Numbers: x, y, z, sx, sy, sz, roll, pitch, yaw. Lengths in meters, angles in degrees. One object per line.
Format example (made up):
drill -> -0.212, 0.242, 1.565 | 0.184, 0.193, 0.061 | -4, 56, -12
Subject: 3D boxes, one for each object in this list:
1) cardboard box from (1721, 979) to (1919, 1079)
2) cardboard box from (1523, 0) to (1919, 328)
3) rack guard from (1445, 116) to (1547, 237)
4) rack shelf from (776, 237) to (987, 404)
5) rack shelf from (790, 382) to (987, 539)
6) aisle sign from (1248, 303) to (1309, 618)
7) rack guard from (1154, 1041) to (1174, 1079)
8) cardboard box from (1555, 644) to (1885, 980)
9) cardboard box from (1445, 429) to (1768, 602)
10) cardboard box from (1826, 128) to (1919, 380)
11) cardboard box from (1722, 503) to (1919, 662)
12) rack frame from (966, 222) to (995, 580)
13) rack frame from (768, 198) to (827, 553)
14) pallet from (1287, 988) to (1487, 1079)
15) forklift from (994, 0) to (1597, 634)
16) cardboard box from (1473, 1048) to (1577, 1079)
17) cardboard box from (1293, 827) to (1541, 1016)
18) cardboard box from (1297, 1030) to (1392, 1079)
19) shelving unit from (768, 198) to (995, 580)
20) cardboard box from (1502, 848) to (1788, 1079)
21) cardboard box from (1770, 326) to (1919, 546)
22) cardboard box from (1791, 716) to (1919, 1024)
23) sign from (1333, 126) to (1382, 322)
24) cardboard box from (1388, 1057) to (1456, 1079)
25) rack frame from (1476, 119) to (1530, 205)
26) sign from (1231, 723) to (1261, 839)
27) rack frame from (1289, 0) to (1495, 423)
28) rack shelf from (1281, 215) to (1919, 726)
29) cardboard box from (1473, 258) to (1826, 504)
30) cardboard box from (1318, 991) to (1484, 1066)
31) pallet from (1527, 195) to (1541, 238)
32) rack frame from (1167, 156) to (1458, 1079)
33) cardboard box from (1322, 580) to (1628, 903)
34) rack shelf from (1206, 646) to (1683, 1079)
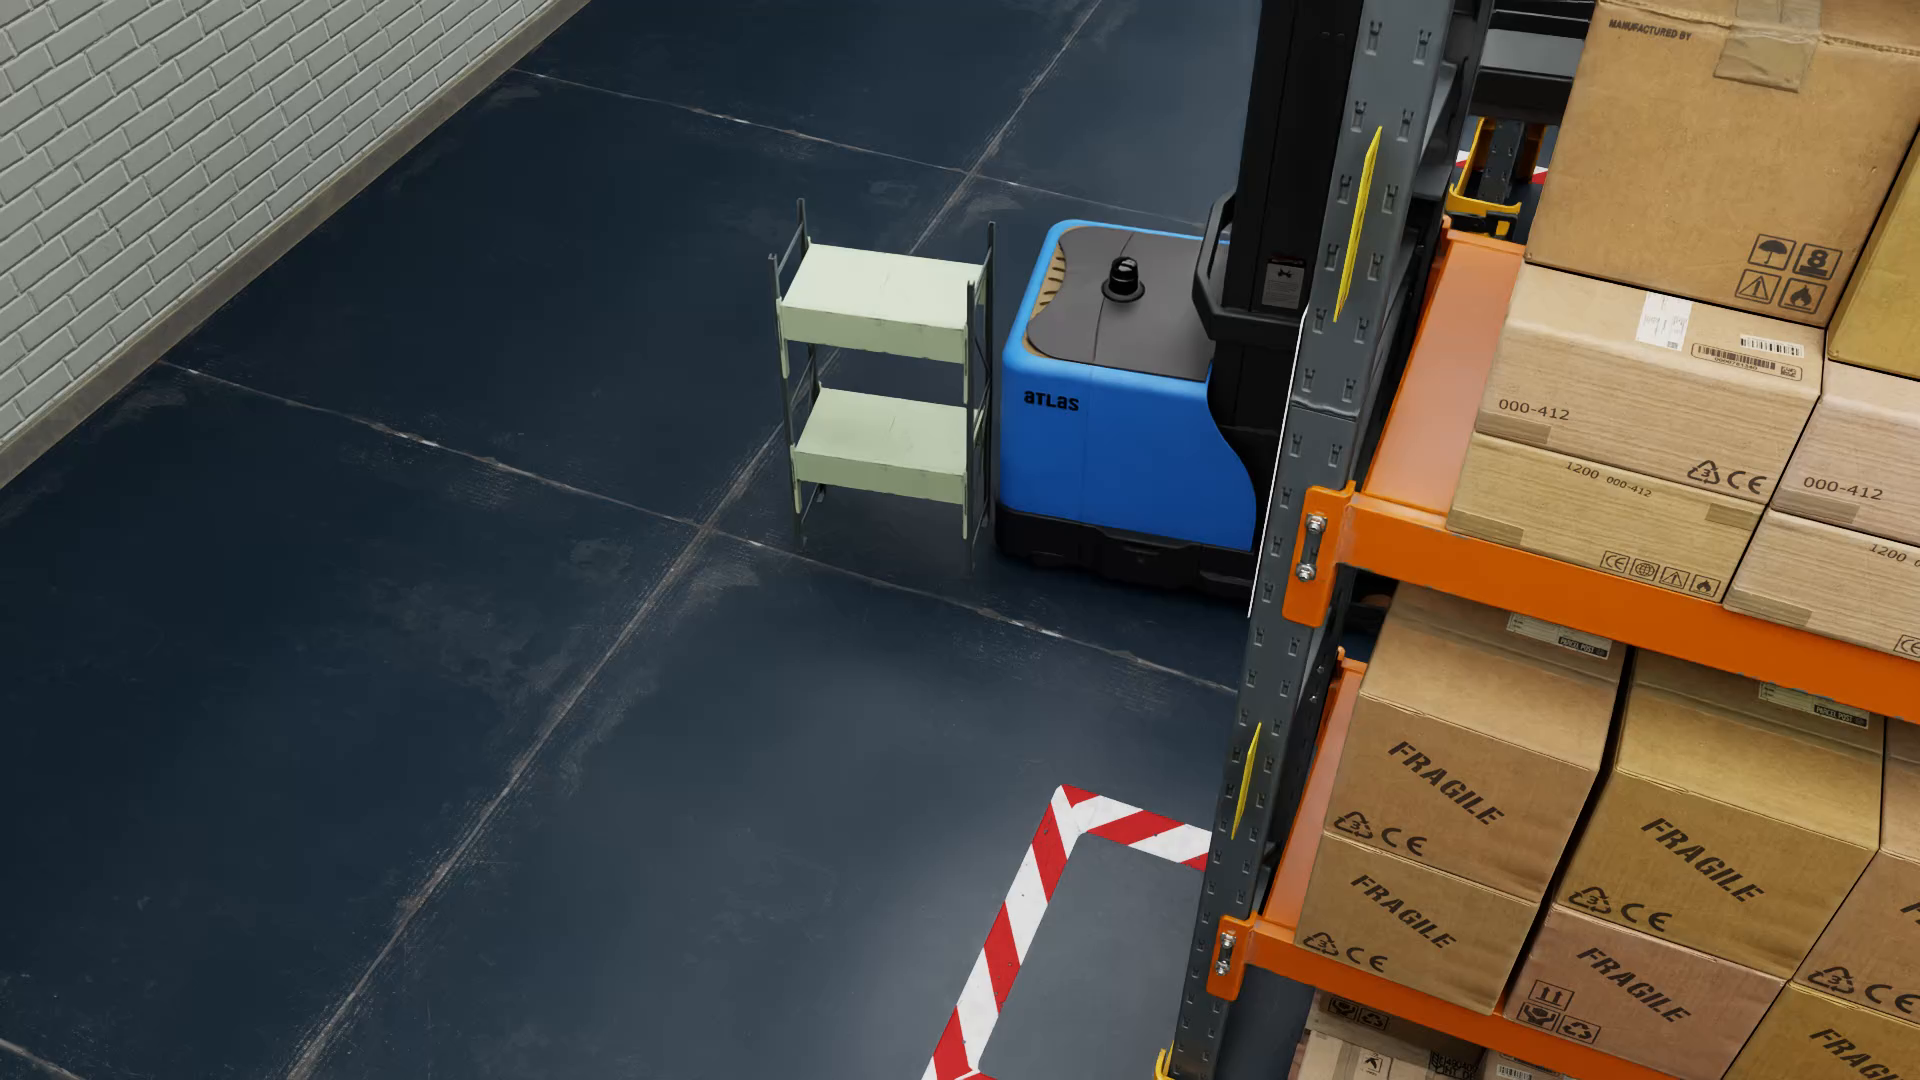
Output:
cardboard box -> 2.110, 1.037, 3.849 | 0.500, 0.500, 0.500 | 16, 47, 16
cardboard box -> 1.342, -0.819, 2.879 | 0.500, 0.500, 0.700 | 16, 47, 16
rack guard -> 2.745, -1.830, 8.574 | 0.348, 0.500, 1.175 | 16, 47, 16
rack shelf -> -0.280, -0.837, 6.314 | 0.720, 0.370, 0.431 | 9, 46, 9
rack shelf -> -0.280, -0.330, 6.819 | 0.720, 0.370, 0.431 | 9, 46, 9
aisle sign -> 0.686, -0.244, 3.364 | 0.004, 0.787, 0.394 | 16, 47, 16
rack guard -> 0.932, 1.412, 5.315 | 0.348, 0.500, 1.175 | 16, 47, 16
cardboard box -> 1.655, 0.544, 3.635 | 0.500, 0.500, 0.500 | 17, 47, 16
cardboard box -> 1.238, -0.200, 3.143 | 0.500, 0.250, 0.500 | 16, 47, 16
cardboard box -> 1.771, -0.628, 2.687 | 0.500, 0.500, 0.700 | 16, 47, 16
cardboard box -> 1.694, -0.056, 2.998 | 0.500, 0.250, 0.500 | 16, 47, 16
rack frame -> 0.077, -0.506, 6.534 | 0.023, 1.500, 0.400 | 9, 46, 9
rack frame -> -0.638, -0.616, 6.644 | 0.023, 1.500, 0.400 | 9, 46, 9
pallet -> 1.668, 1.730, 5.200 | 1.213, 0.211, 1.003 | 16, 47, 16
forklift -> 1.719, -1.043, 6.059 | 3.031, 2.935, 1.130 | 10, 46, 10
cardboard box -> 1.716, 1.792, 4.799 | 0.500, 0.250, 0.500 | 16, 47, 16
cardboard box -> 1.170, 0.762, 4.126 | 0.500, 0.500, 0.500 | 17, 47, 17
cardboard box -> 1.116, 1.697, 4.966 | 0.250, 0.149, 0.380 | 16, 47, 16
shelving unit -> -0.280, -0.561, 6.589 | 0.755, 1.500, 0.431 | 9, 46, 9
cardboard box -> 1.648, 0.898, 3.988 | 0.500, 0.500, 0.500 | 16, 47, 15
cardboard box -> 1.694, -0.233, 2.821 | 0.500, 0.250, 0.500 | 16, 47, 16
cardboard box -> 2.115, 0.684, 3.496 | 0.500, 0.500, 0.500 | 17, 47, 16
sign -> 0.653, -0.515, 2.733 | 0.005, 0.325, 0.100 | 16, 47, 16
cardboard box -> 1.347, 1.759, 4.891 | 0.250, 0.166, 0.380 | 16, 47, 16
rack frame -> 2.772, -2.718, 7.694 | 0.127, 3.000, 1.000 | 16, 47, 16
sign -> 0.653, 0.552, 3.794 | 0.005, 0.325, 0.100 | 16, 47, 16
rack frame -> 0.862, -1.621, 2.339 | 0.127, 3.000, 1.000 | 16, 47, 16
rack shelf -> 2.708, 0.240, 3.104 | 4.000, 0.370, 1.077 | 16, 47, 16
cardboard box -> 1.236, -0.373, 2.963 | 0.500, 0.250, 0.500 | 16, 47, 16
cardboard box -> 1.458, 1.223, 5.194 | 0.500, 0.500, 0.500 | 16, 47, 16
pallet -> 3.518, -1.481, 8.427 | 1.213, 0.211, 1.003 | 16, 47, 16
rack frame -> 0.862, 0.505, 4.455 | 0.127, 3.000, 1.000 | 16, 47, 16
cardboard box -> 1.170, 0.407, 3.773 | 0.500, 0.500, 0.500 | 18, 48, 17
rack shelf -> 2.708, 1.303, 4.162 | 4.000, 0.370, 1.077 | 16, 47, 16
